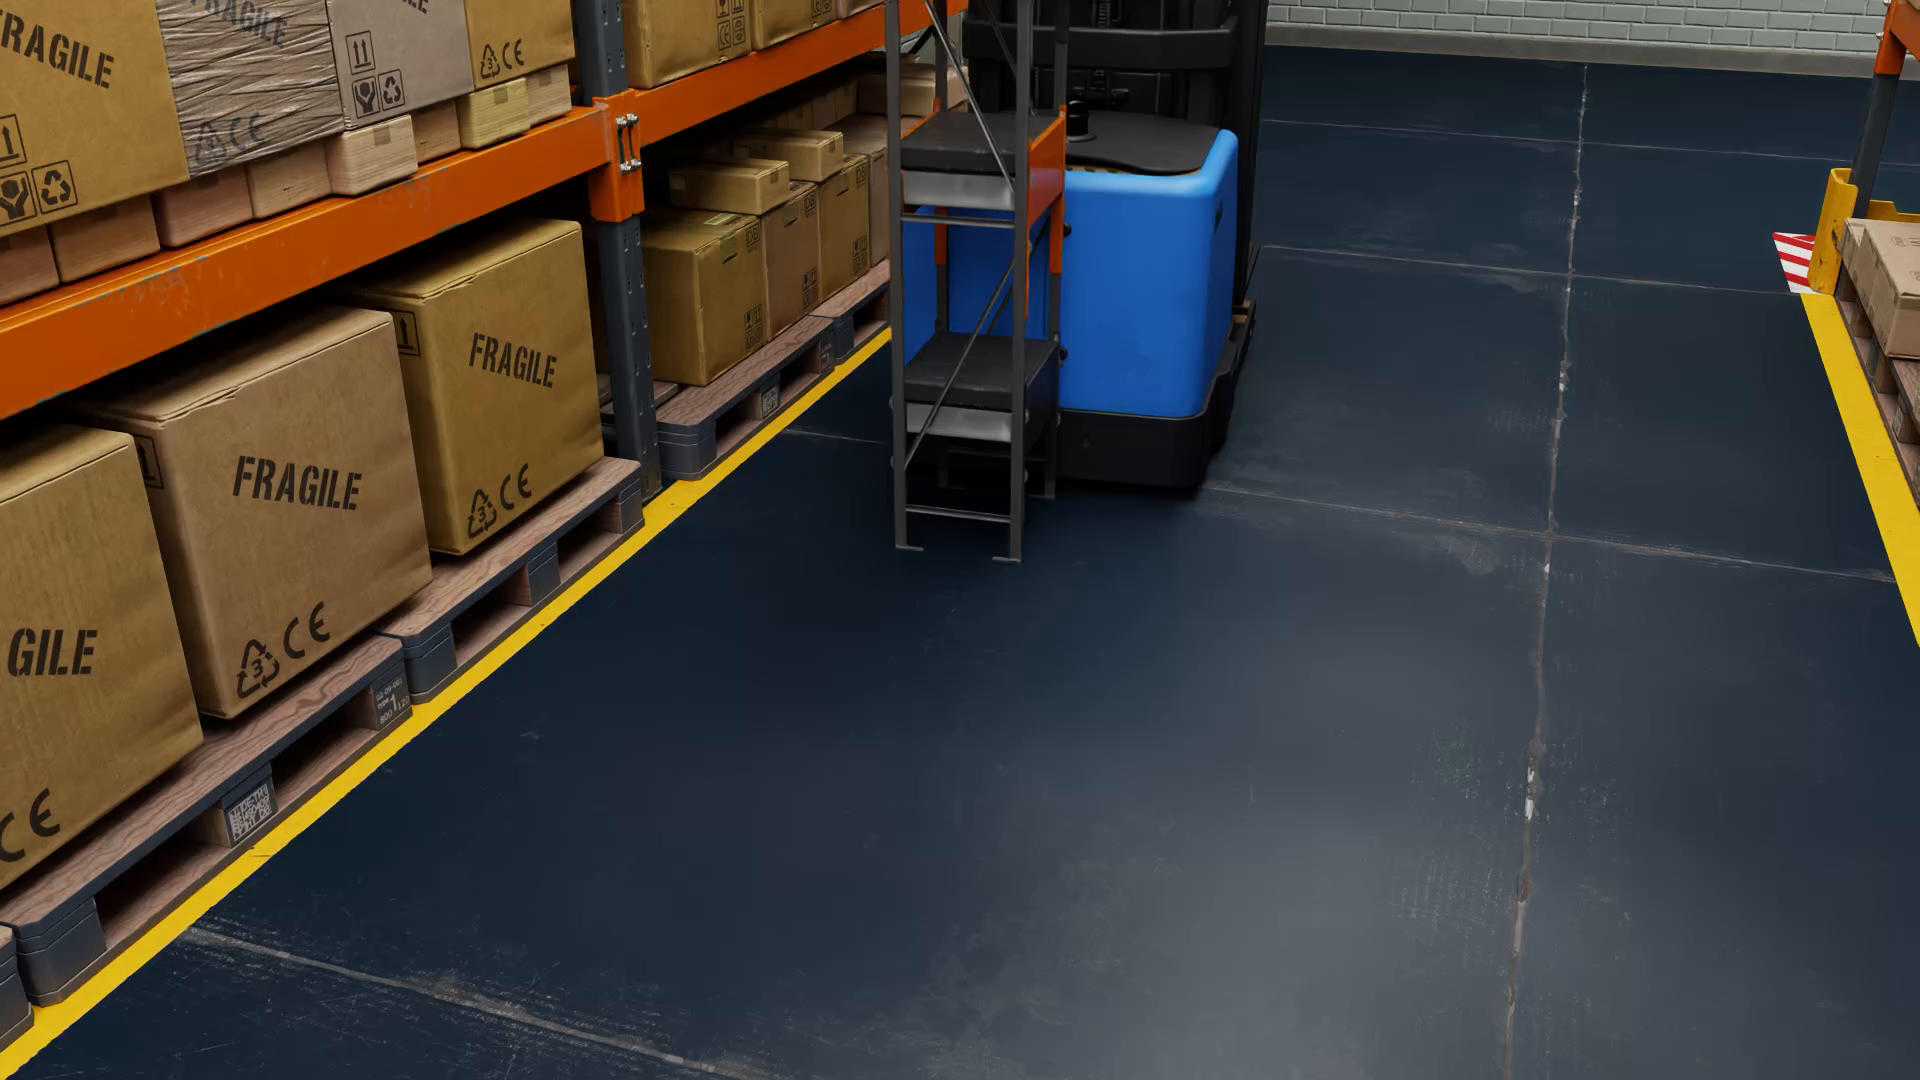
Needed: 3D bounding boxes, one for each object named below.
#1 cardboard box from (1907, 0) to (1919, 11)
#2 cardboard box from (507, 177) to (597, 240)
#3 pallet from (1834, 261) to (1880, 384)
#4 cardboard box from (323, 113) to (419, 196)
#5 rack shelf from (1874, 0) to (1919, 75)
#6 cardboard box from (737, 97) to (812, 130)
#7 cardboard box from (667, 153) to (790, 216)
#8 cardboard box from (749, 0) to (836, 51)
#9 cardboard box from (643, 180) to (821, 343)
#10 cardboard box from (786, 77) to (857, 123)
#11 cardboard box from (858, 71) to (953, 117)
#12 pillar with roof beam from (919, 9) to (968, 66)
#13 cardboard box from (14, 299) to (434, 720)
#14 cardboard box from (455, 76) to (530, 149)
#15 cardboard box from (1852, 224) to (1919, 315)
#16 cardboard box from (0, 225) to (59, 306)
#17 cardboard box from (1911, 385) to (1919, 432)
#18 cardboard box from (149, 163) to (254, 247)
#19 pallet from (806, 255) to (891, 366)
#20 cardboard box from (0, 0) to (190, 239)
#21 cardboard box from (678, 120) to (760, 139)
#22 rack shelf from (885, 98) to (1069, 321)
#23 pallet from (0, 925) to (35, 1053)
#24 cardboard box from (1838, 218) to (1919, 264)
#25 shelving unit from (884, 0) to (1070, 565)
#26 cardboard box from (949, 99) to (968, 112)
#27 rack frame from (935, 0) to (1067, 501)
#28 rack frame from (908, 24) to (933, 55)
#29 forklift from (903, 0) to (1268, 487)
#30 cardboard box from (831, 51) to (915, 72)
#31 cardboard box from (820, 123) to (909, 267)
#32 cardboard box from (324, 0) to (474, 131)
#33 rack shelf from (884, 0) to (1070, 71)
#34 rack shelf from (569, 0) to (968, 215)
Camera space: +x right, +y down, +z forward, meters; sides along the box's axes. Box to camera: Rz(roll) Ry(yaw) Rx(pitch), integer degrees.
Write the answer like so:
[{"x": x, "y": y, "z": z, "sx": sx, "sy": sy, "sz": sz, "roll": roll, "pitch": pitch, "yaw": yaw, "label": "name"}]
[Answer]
[{"x": 4.118, "y": -2.389, "z": 6.628, "sx": 0.500, "sy": 0.500, "sz": 0.500, "roll": 9, "pitch": 27, "yaw": 19, "label": "cardboard box"}, {"x": -1.379, "y": -1.179, "z": 5.885, "sx": 0.380, "sy": 0.149, "sz": 0.250, "roll": 9, "pitch": 27, "yaw": 17, "label": "cardboard box"}, {"x": 4.224, "y": -0.874, "z": 6.813, "sx": 1.003, "sy": 0.211, "sz": 1.213, "roll": 9, "pitch": 27, "yaw": 17, "label": "pallet"}, {"x": -1.558, "y": -0.953, "z": 4.042, "sx": 0.380, "sy": 0.149, "sz": 0.250, "roll": 9, "pitch": 27, "yaw": 17, "label": "cardboard box"}, {"x": 3.849, "y": -1.343, "z": 5.406, "sx": 1.077, "sy": 0.370, "sz": 4.000, "roll": 9, "pitch": 27, "yaw": 17, "label": "rack shelf"}, {"x": -0.864, "y": -1.818, "z": 7.205, "sx": 0.380, "sy": 0.149, "sz": 0.250, "roll": 9, "pitch": 27, "yaw": 18, "label": "cardboard box"}, {"x": -0.858, "y": -1.324, "z": 6.184, "sx": 0.380, "sy": 0.149, "sz": 0.250, "roll": 10, "pitch": 27, "yaw": 19, "label": "cardboard box"}, {"x": -1.046, "y": -2.216, "z": 6.041, "sx": 0.980, "sy": 0.700, "sz": 0.700, "roll": 8, "pitch": 27, "yaw": 16, "label": "cardboard box"}, {"x": -0.974, "y": -1.124, "z": 6.515, "sx": 0.700, "sy": 0.500, "sz": 0.500, "roll": 8, "pitch": 27, "yaw": 17, "label": "cardboard box"}, {"x": -0.696, "y": -2.028, "z": 7.639, "sx": 0.380, "sy": 0.149, "sz": 0.250, "roll": 9, "pitch": 27, "yaw": 18, "label": "cardboard box"}, {"x": -0.252, "y": -2.074, "z": 7.735, "sx": 0.380, "sy": 0.149, "sz": 0.250, "roll": 9, "pitch": 27, "yaw": 19, "label": "cardboard box"}, {"x": 3.984, "y": -6.516, "z": 8.381, "sx": 9.100, "sy": 9.000, "sz": 0.400, "roll": 9, "pitch": 27, "yaw": 17, "label": "pillar with roof beam"}, {"x": -1.876, "y": -0.131, "z": 4.063, "sx": 0.750, "sy": 0.750, "sz": 0.750, "roll": 10, "pitch": 27, "yaw": 19, "label": "cardboard box"}, {"x": -1.397, "y": -1.170, "z": 4.490, "sx": 0.380, "sy": 0.149, "sz": 0.250, "roll": 9, "pitch": 27, "yaw": 18, "label": "cardboard box"}, {"x": 3.899, "y": -1.061, "z": 6.649, "sx": 0.500, "sy": 0.250, "sz": 0.500, "roll": 9, "pitch": 27, "yaw": 17, "label": "cardboard box"}, {"x": -1.992, "y": -0.547, "z": 3.203, "sx": 0.380, "sy": 0.149, "sz": 0.250, "roll": 9, "pitch": 27, "yaw": 18, "label": "cardboard box"}, {"x": 3.355, "y": -0.416, "z": 5.247, "sx": 0.500, "sy": 0.311, "sz": 0.500, "roll": 9, "pitch": 27, "yaw": 17, "label": "cardboard box"}, {"x": -1.799, "y": -0.761, "z": 3.646, "sx": 0.380, "sy": 0.149, "sz": 0.250, "roll": 8, "pitch": 27, "yaw": 16, "label": "cardboard box"}, {"x": -0.758, "y": -1.110, "z": 7.301, "sx": 1.003, "sy": 0.211, "sz": 1.213, "roll": 9, "pitch": 27, "yaw": 17, "label": "pallet"}, {"x": -1.902, "y": -0.901, "z": 3.189, "sx": 0.500, "sy": 0.500, "sz": 0.500, "roll": 10, "pitch": 27, "yaw": 19, "label": "cardboard box"}, {"x": -1.034, "y": -1.608, "z": 6.771, "sx": 0.380, "sy": 0.149, "sz": 0.250, "roll": 9, "pitch": 27, "yaw": 18, "label": "cardboard box"}, {"x": 0.057, "y": -0.985, "z": 4.907, "sx": 0.431, "sy": 0.518, "sz": 0.480, "roll": 7, "pitch": 27, "yaw": 14, "label": "rack shelf"}, {"x": -2.487, "y": 1.025, "z": 2.892, "sx": 1.003, "sy": 0.211, "sz": 1.213, "roll": 9, "pitch": 27, "yaw": 17, "label": "pallet"}, {"x": 4.051, "y": -1.281, "z": 7.220, "sx": 0.380, "sy": 0.149, "sz": 0.250, "roll": 9, "pitch": 27, "yaw": 17, "label": "cardboard box"}, {"x": 0.057, "y": -0.998, "z": 4.901, "sx": 0.431, "sy": 2.100, "sz": 0.503, "roll": 7, "pitch": 27, "yaw": 14, "label": "shelving unit"}, {"x": -0.297, "y": -1.967, "z": 8.257, "sx": 0.700, "sy": 0.500, "sz": 0.500, "roll": 9, "pitch": 27, "yaw": 17, "label": "cardboard box"}, {"x": 0.121, "y": -1.100, "z": 5.113, "sx": 0.400, "sy": 2.100, "sz": 0.015, "roll": 7, "pitch": 27, "yaw": 14, "label": "rack frame"}, {"x": -0.158, "y": -3.205, "z": 8.427, "sx": 1.000, "sy": 3.000, "sz": 0.127, "roll": 9, "pitch": 27, "yaw": 17, "label": "rack frame"}, {"x": 0.629, "y": -2.111, "z": 6.248, "sx": 1.130, "sy": 2.935, "sz": 3.031, "roll": 6, "pitch": 27, "yaw": 12, "label": "forklift"}, {"x": -0.444, "y": -2.339, "z": 8.281, "sx": 0.380, "sy": 0.149, "sz": 0.250, "roll": 9, "pitch": 27, "yaw": 18, "label": "cardboard box"}, {"x": -0.630, "y": -1.554, "z": 7.405, "sx": 0.700, "sy": 0.500, "sz": 0.500, "roll": 8, "pitch": 27, "yaw": 16, "label": "cardboard box"}, {"x": -1.566, "y": -1.312, "z": 4.038, "sx": 0.500, "sy": 0.500, "sz": 0.500, "roll": 9, "pitch": 27, "yaw": 18, "label": "cardboard box"}, {"x": 0.057, "y": -1.615, "z": 4.602, "sx": 0.431, "sy": 0.518, "sz": 0.480, "roll": 7, "pitch": 27, "yaw": 14, "label": "rack shelf"}, {"x": -0.824, "y": -2.059, "z": 6.887, "sx": 1.077, "sy": 0.370, "sz": 4.000, "roll": 9, "pitch": 27, "yaw": 17, "label": "rack shelf"}]
